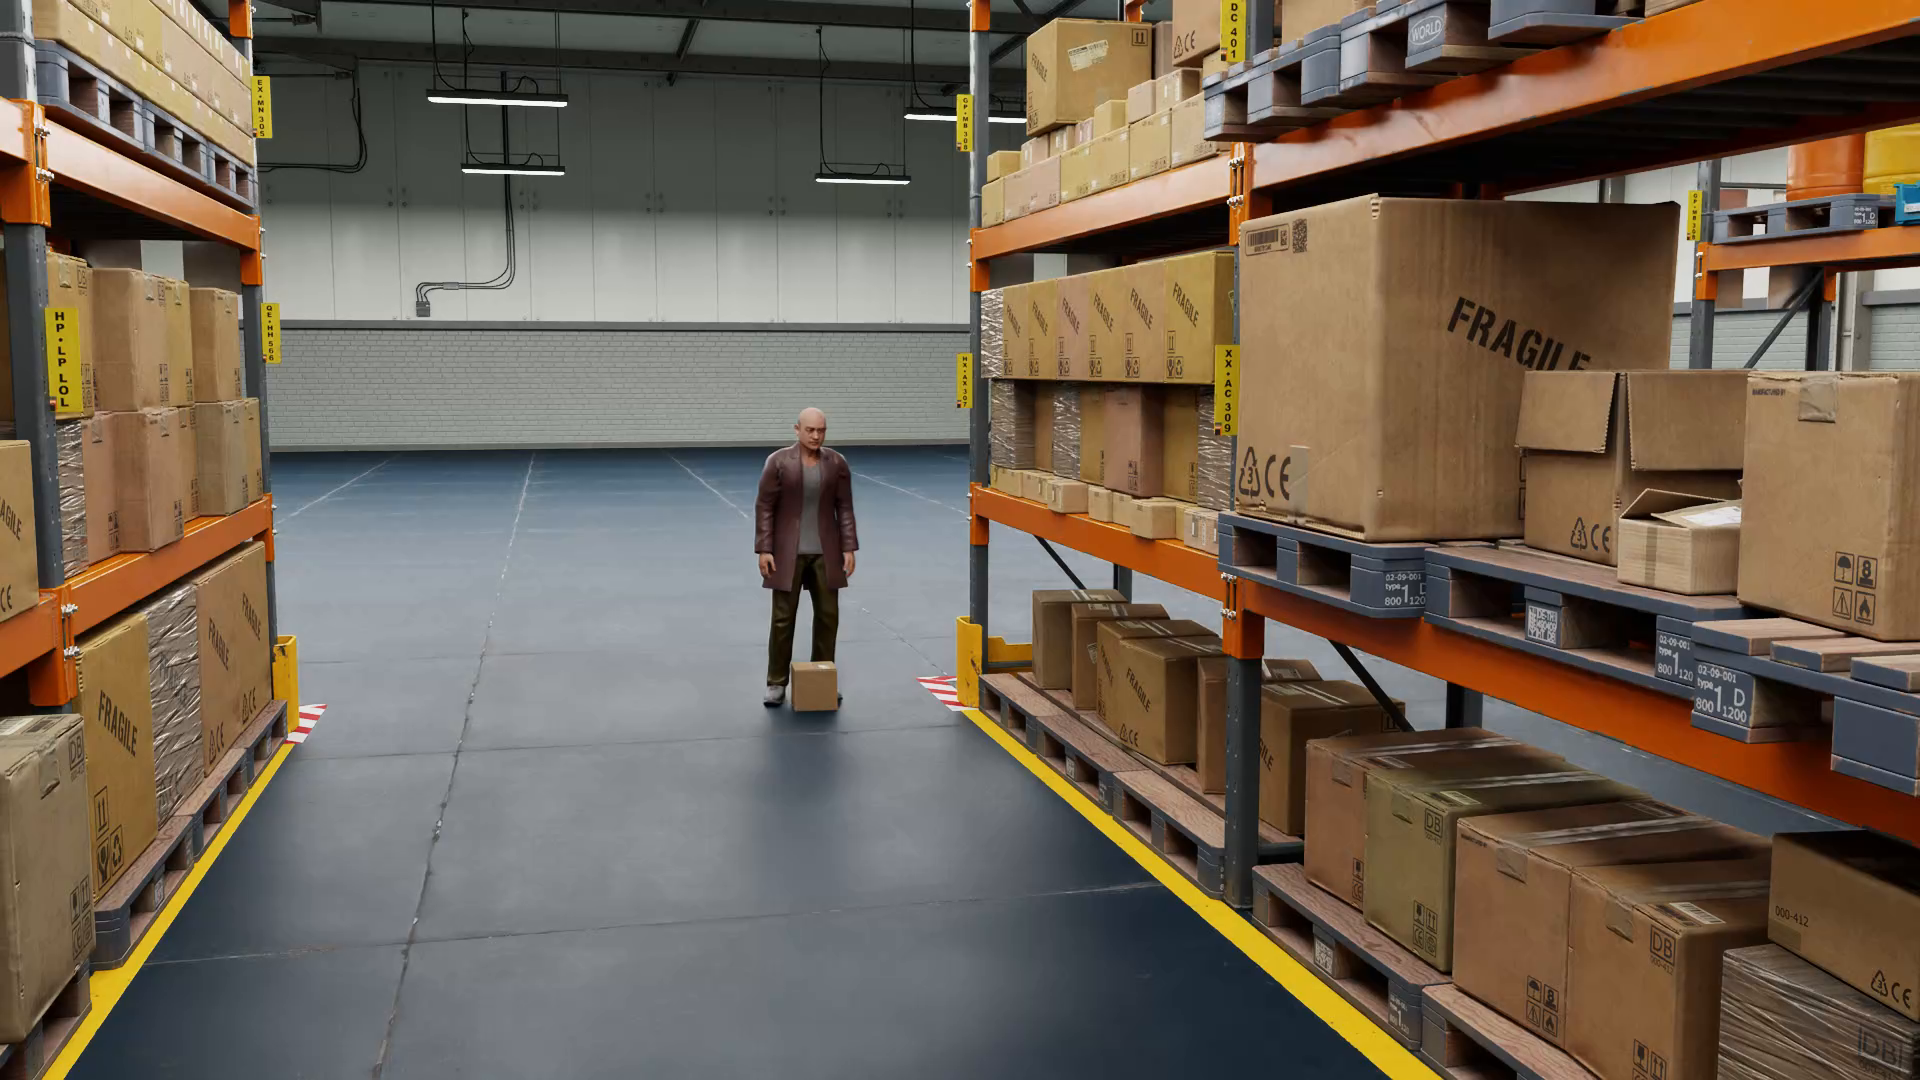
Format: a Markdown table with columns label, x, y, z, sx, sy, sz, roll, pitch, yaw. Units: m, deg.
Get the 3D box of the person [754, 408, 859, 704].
| label | x | y | z | sx | sy | sz | roll | pitch | yaw |
| --- | --- | --- | --- | --- | --- | --- | --- | --- | --- |
| person | -0.923 | 0.087 | 10.059 | 0.648 | 1.772 | 0.429 | -2 | 6 | -18 |
